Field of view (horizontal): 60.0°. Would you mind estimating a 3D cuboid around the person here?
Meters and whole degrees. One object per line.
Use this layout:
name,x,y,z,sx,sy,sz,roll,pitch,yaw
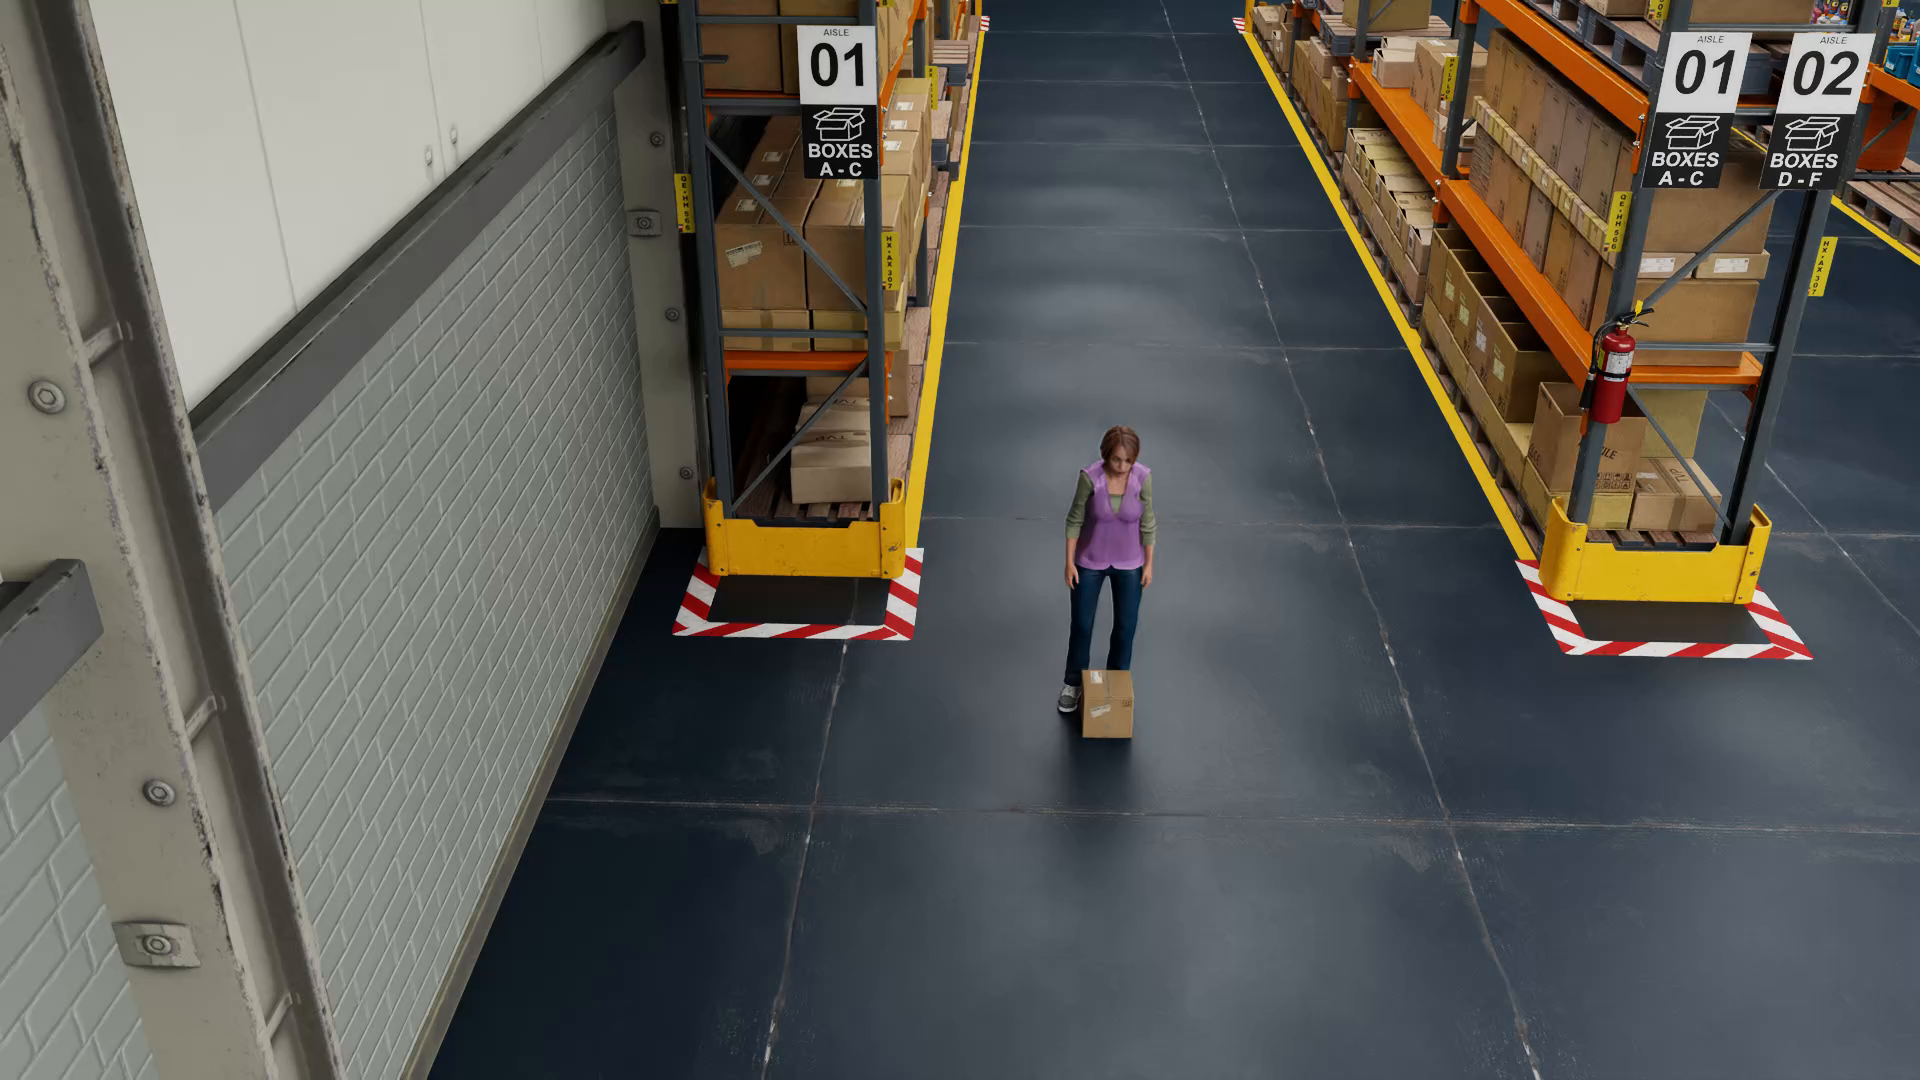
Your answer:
person,0.748,0.134,8.388,0.474,1.592,0.346,0,28,-1
